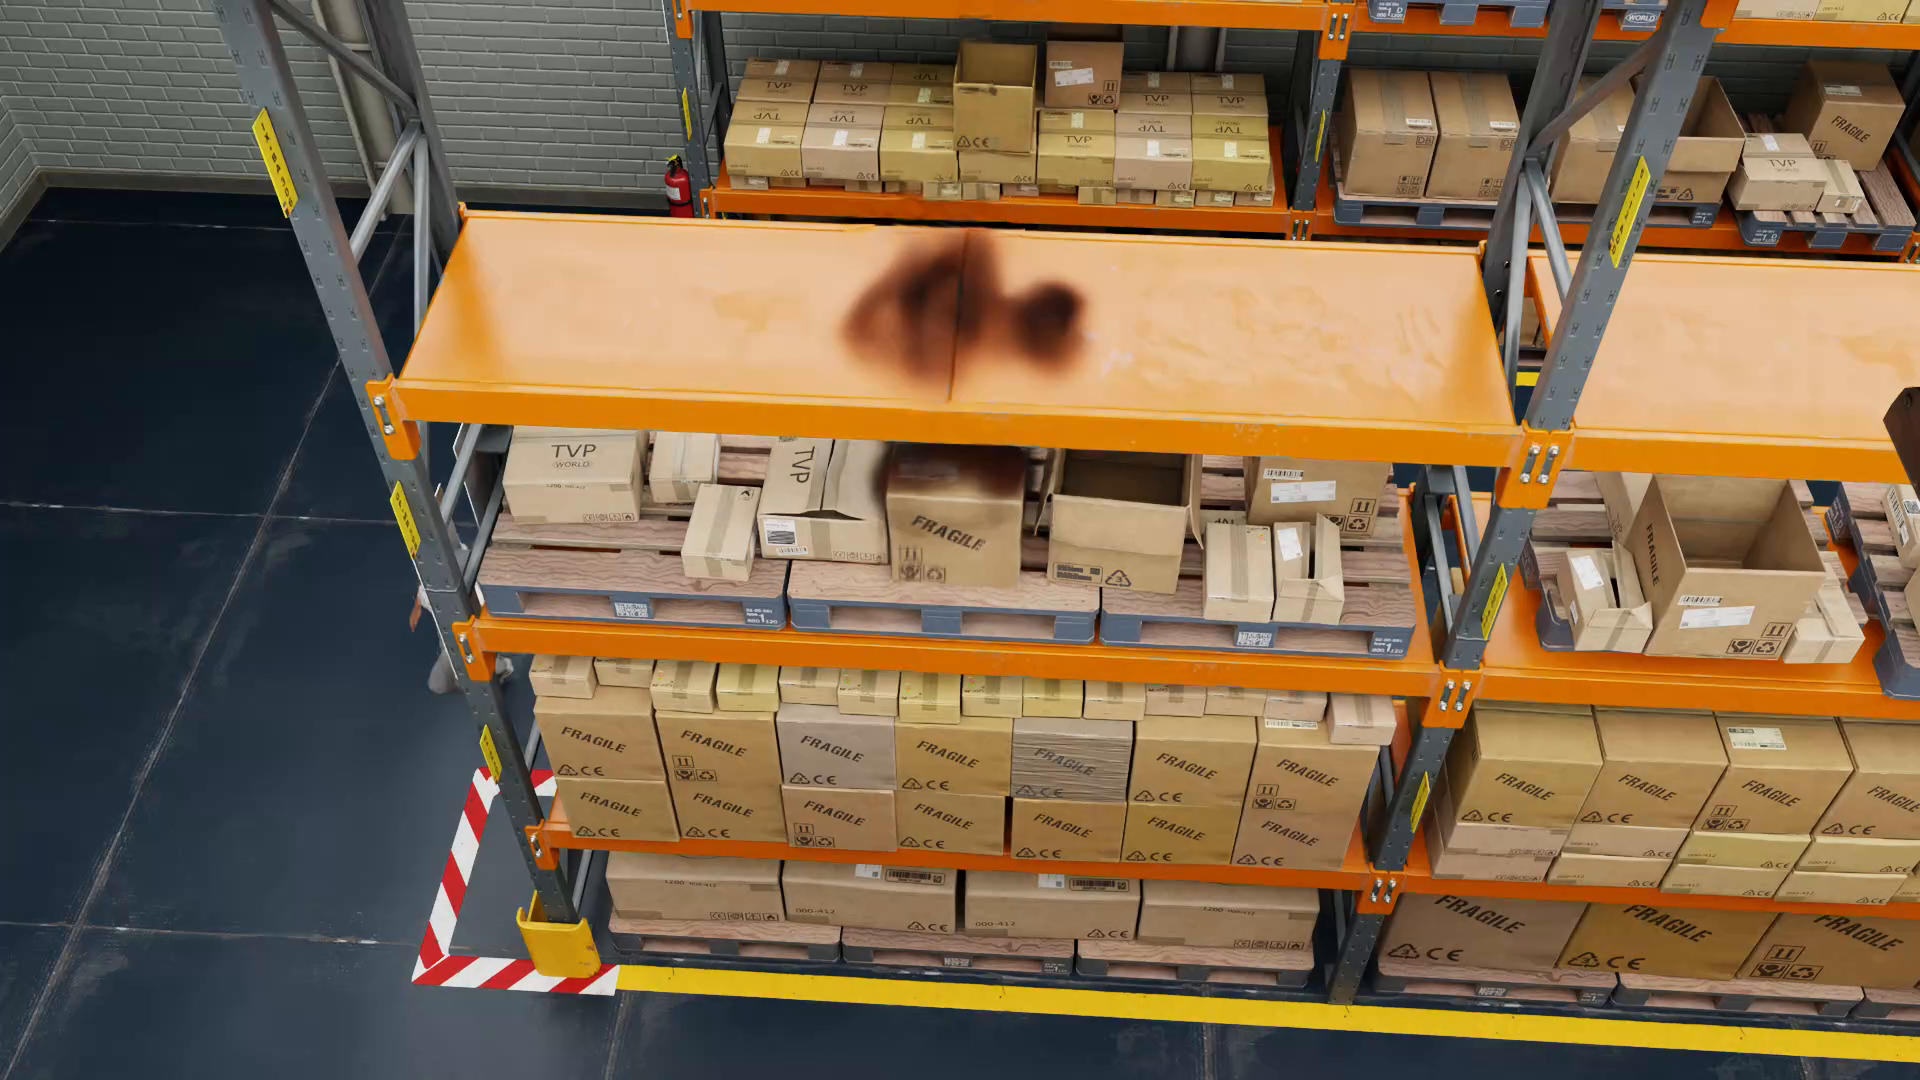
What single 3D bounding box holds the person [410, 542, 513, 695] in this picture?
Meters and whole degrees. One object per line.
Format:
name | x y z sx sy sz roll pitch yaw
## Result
person | -2.773 0.506 9.229 0.531 1.595 0.715 -29 54 -24
